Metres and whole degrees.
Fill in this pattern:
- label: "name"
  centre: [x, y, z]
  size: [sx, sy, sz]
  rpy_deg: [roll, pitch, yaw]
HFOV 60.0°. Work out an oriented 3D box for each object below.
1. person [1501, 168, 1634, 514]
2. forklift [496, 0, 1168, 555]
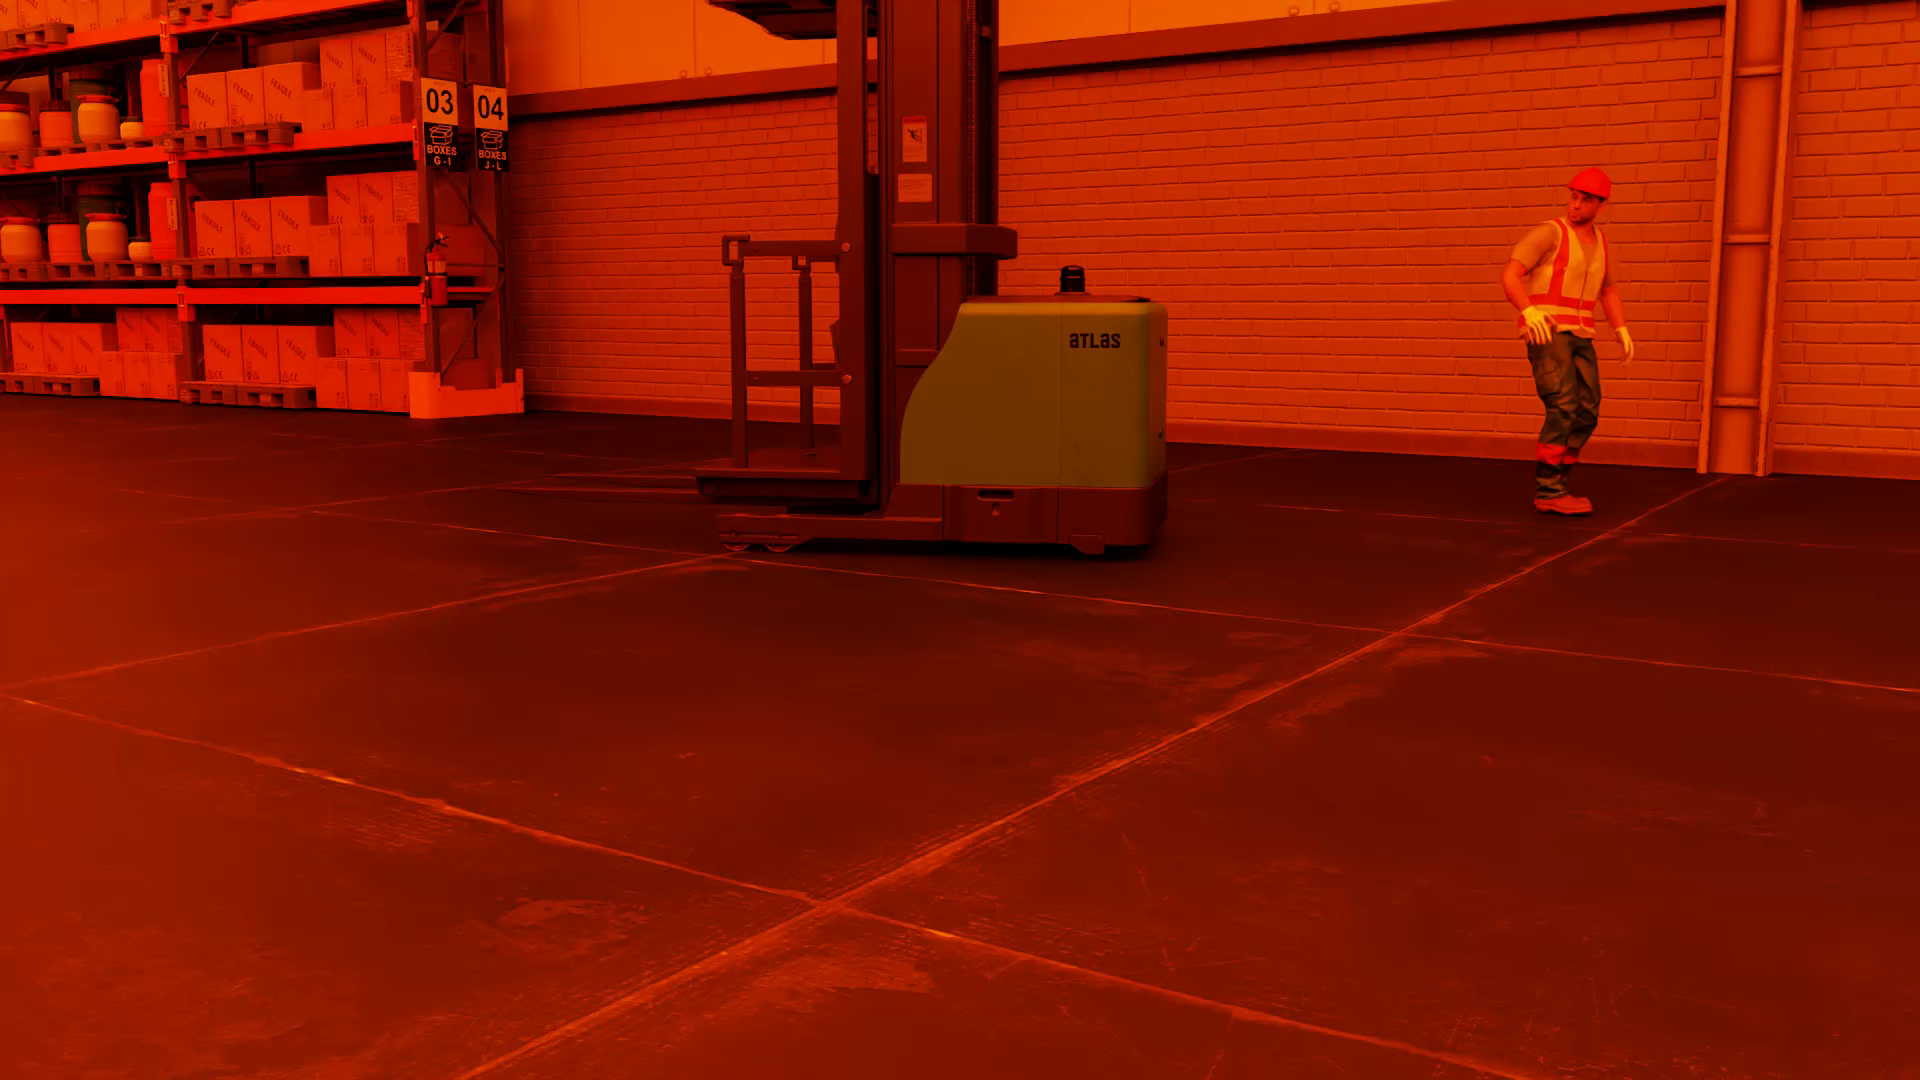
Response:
- label: "person"
  centre: [3.181, -1.022, 8.573]
  size: [0.745, 1.754, 0.506]
  rpy_deg: [-5, 9, -31]
- label: "forklift"
  centre: [-0.596, -1.469, 7.520]
  size: [3.031, 2.935, 1.130]
  rpy_deg: [2, 8, 12]
